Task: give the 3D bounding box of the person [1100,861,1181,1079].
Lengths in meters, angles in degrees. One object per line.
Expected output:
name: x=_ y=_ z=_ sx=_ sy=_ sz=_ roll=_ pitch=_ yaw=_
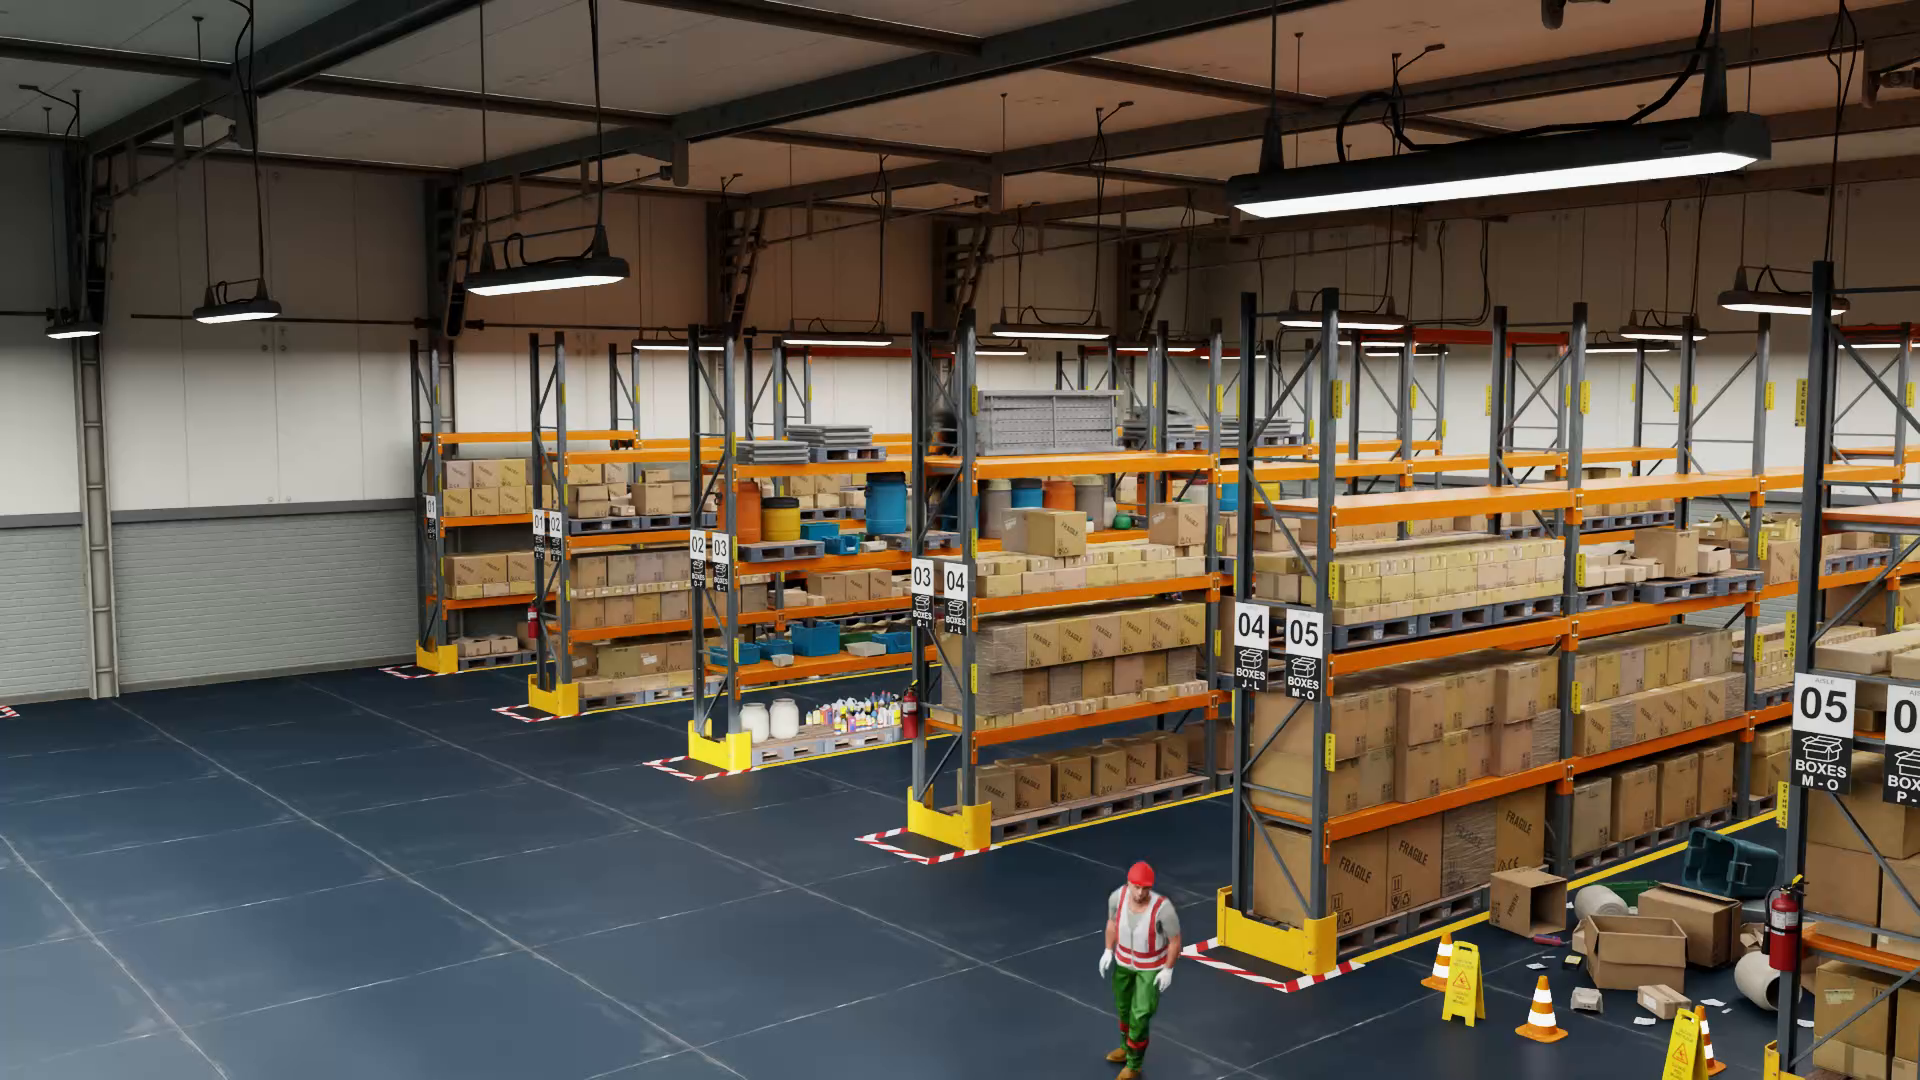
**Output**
person: x=1.340 y=3.176 z=12.396 sx=0.655 sy=1.710 sz=0.695 roll=3 pitch=6 yaw=31
